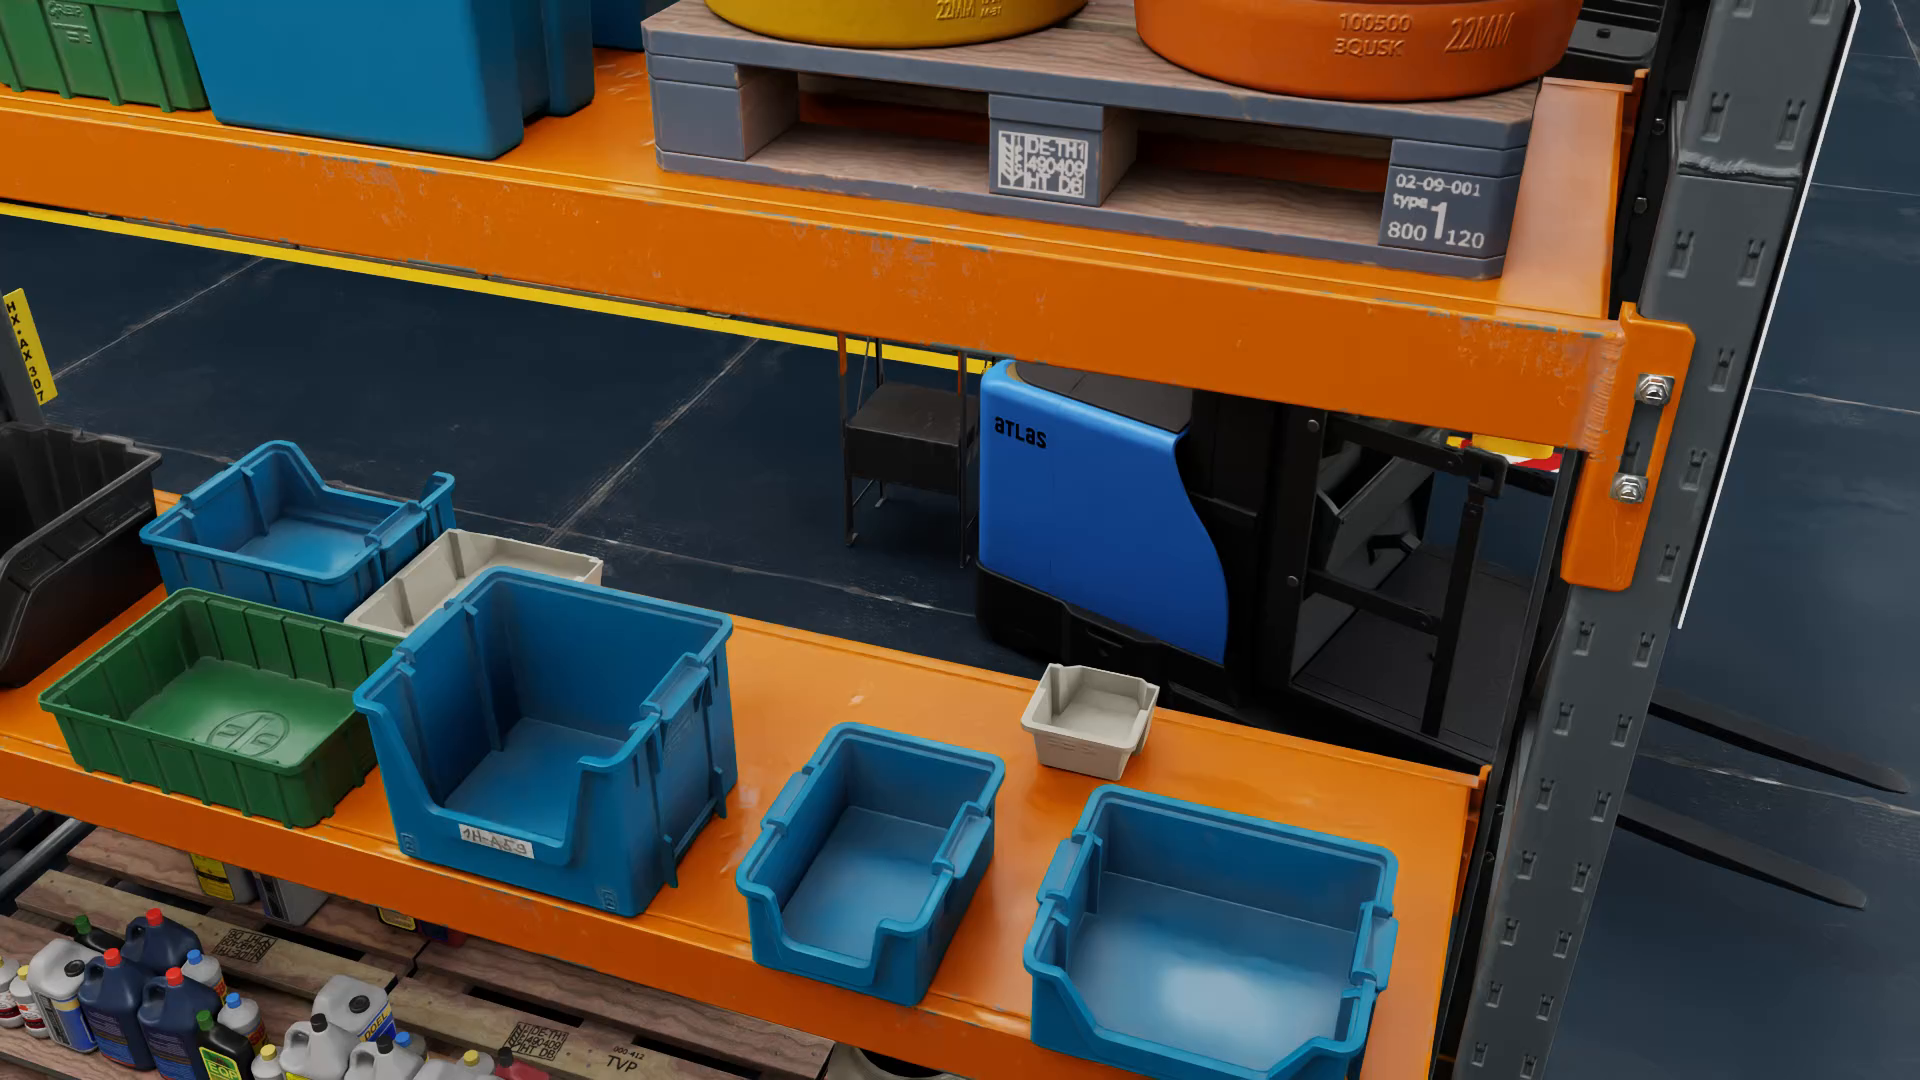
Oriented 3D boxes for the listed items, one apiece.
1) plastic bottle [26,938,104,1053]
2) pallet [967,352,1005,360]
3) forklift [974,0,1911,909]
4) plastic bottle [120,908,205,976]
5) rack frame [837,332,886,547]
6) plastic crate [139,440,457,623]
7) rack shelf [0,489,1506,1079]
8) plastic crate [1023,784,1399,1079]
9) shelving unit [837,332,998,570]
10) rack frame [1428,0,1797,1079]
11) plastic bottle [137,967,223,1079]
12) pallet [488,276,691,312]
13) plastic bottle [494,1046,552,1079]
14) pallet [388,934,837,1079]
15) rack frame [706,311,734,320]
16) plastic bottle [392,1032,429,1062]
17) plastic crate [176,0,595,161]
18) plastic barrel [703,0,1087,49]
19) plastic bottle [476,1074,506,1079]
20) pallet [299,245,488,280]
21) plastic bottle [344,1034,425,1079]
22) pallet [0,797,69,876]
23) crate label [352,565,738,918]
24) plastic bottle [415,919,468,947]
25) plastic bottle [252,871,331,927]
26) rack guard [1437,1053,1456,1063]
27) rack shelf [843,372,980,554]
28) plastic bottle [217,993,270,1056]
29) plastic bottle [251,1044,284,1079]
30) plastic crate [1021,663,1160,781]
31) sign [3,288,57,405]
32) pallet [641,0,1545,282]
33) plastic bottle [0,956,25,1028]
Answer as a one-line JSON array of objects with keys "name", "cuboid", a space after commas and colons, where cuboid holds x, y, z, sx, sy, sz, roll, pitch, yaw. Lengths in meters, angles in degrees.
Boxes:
[{"name": "plastic bottle", "cuboid": [-2.276, 1.165, 4.286, 0.135, 0.276, 0.152, 12, 35, 18]}, {"name": "pallet", "cuboid": [0.726, -1.153, 8.341, 1.213, 0.211, 1.003, 11, 34, 16]}, {"name": "forklift", "cuboid": [1.541, -0.631, 5.026, 3.031, 2.935, 1.130, 22, 39, 30]}, {"name": "plastic bottle", "cuboid": [-2.073, 1.092, 4.330, 0.185, 0.351, 0.144, 11, 34, 16]}, {"name": "rack frame", "cuboid": [-0.386, -0.957, 6.297, 0.015, 2.100, 0.400, 11, 34, 16]}, {"name": "plastic crate", "cuboid": [-1.608, 0.004, 4.115, 0.616, 0.251, 0.499, 11, 34, 16]}, {"name": "rack shelf", "cuboid": [-0.859, 0.546, 3.802, 4.000, 0.370, 1.077, 11, 34, 16]}, {"name": "plastic crate", "cuboid": [0.451, 0.733, 2.986, 0.616, 0.251, 0.499, 11, 34, 16]}, {"name": "shelving unit", "cuboid": [-0.156, -0.912, 6.227, 0.503, 2.100, 0.431, 11, 34, 16]}, {"name": "rack frame", "cuboid": [1.024, 0.610, 3.040, 0.127, 3.000, 1.000, 11, 34, 16]}, {"name": "plastic bottle", "cuboid": [-1.944, 1.200, 4.163, 0.185, 0.351, 0.144, 10, 34, 14]}, {"name": "pallet", "cuboid": [-1.804, -1.622, 9.067, 1.213, 0.211, 1.003, 11, 34, 16]}, {"name": "plastic bottle", "cuboid": [-1.046, 1.339, 4.009, 0.133, 0.283, 0.061, 11, 34, 16]}, {"name": "pallet", "cuboid": [-0.971, 1.416, 4.363, 1.213, 0.211, 1.003, 11, 34, 16]}, {"name": "rack frame", "cuboid": [-1.071, -2.651, 8.091, 0.127, 3.000, 1.000, 11, 34, 16]}, {"name": "plastic bottle", "cuboid": [-1.370, 1.305, 4.138, 0.097, 0.201, 0.097, 0, 33, 0]}, {"name": "plastic crate", "cuboid": [-0.873, -0.839, 2.533, 0.575, 0.384, 0.392, 11, 34, 16]}, {"name": "plastic barrel", "cuboid": [-0.092, -1.050, 2.284, 0.600, 0.588, 0.600, 0, 33, 0]}, {"name": "plastic bottle", "cuboid": [-1.081, 1.397, 3.927, 0.135, 0.276, 0.152, 11, 35, 17]}, {"name": "pallet", "cuboid": [-2.957, -1.844, 9.411, 1.213, 0.211, 1.003, 11, 34, 16]}, {"name": "plastic bottle", "cuboid": [-1.369, 1.312, 3.989, 0.185, 0.351, 0.144, 12, 35, 18]}, {"name": "pallet", "cuboid": [-3.494, 0.925, 5.122, 1.213, 0.211, 1.003, 11, 34, 16]}, {"name": "crate label", "cuboid": [-0.800, 0.396, 3.338, 0.616, 0.435, 0.502, 11, 34, 16]}, {"name": "plastic bottle", "cuboid": [-1.437, 0.985, 4.557, 0.133, 0.283, 0.061, 11, 34, 16]}, {"name": "plastic bottle", "cuboid": [-1.884, 0.923, 4.660, 0.135, 0.276, 0.152, 11, 34, 16]}, {"name": "rack guard", "cuboid": [0.936, 1.670, 3.703, 0.348, 0.500, 1.175, 11, 34, 16]}, {"name": "rack shelf", "cuboid": [-0.156, -0.313, 6.614, 0.480, 0.518, 0.431, 11, 34, 16]}, {"name": "plastic bottle", "cuboid": [-1.793, 1.241, 4.172, 0.097, 0.271, 0.097, 0, 33, 0]}, {"name": "plastic bottle", "cuboid": [-1.686, 1.326, 4.104, 0.097, 0.201, 0.097, 0, 33, 0]}, {"name": "plastic crate", "cuboid": [0.290, 0.392, 3.620, 0.250, 0.136, 0.298, 11, 34, 16]}, {"name": "sign", "cuboid": [-2.546, -0.517, 4.531, 0.005, 0.325, 0.100, 11, 34, 16]}, {"name": "pallet", "cuboid": [0.278, -0.772, 2.590, 1.213, 0.211, 1.003, 11, 34, 16]}, {"name": "plastic bottle", "cuboid": [-2.494, 1.169, 4.348, 0.097, 0.201, 0.097, 0, 33, 0]}]
